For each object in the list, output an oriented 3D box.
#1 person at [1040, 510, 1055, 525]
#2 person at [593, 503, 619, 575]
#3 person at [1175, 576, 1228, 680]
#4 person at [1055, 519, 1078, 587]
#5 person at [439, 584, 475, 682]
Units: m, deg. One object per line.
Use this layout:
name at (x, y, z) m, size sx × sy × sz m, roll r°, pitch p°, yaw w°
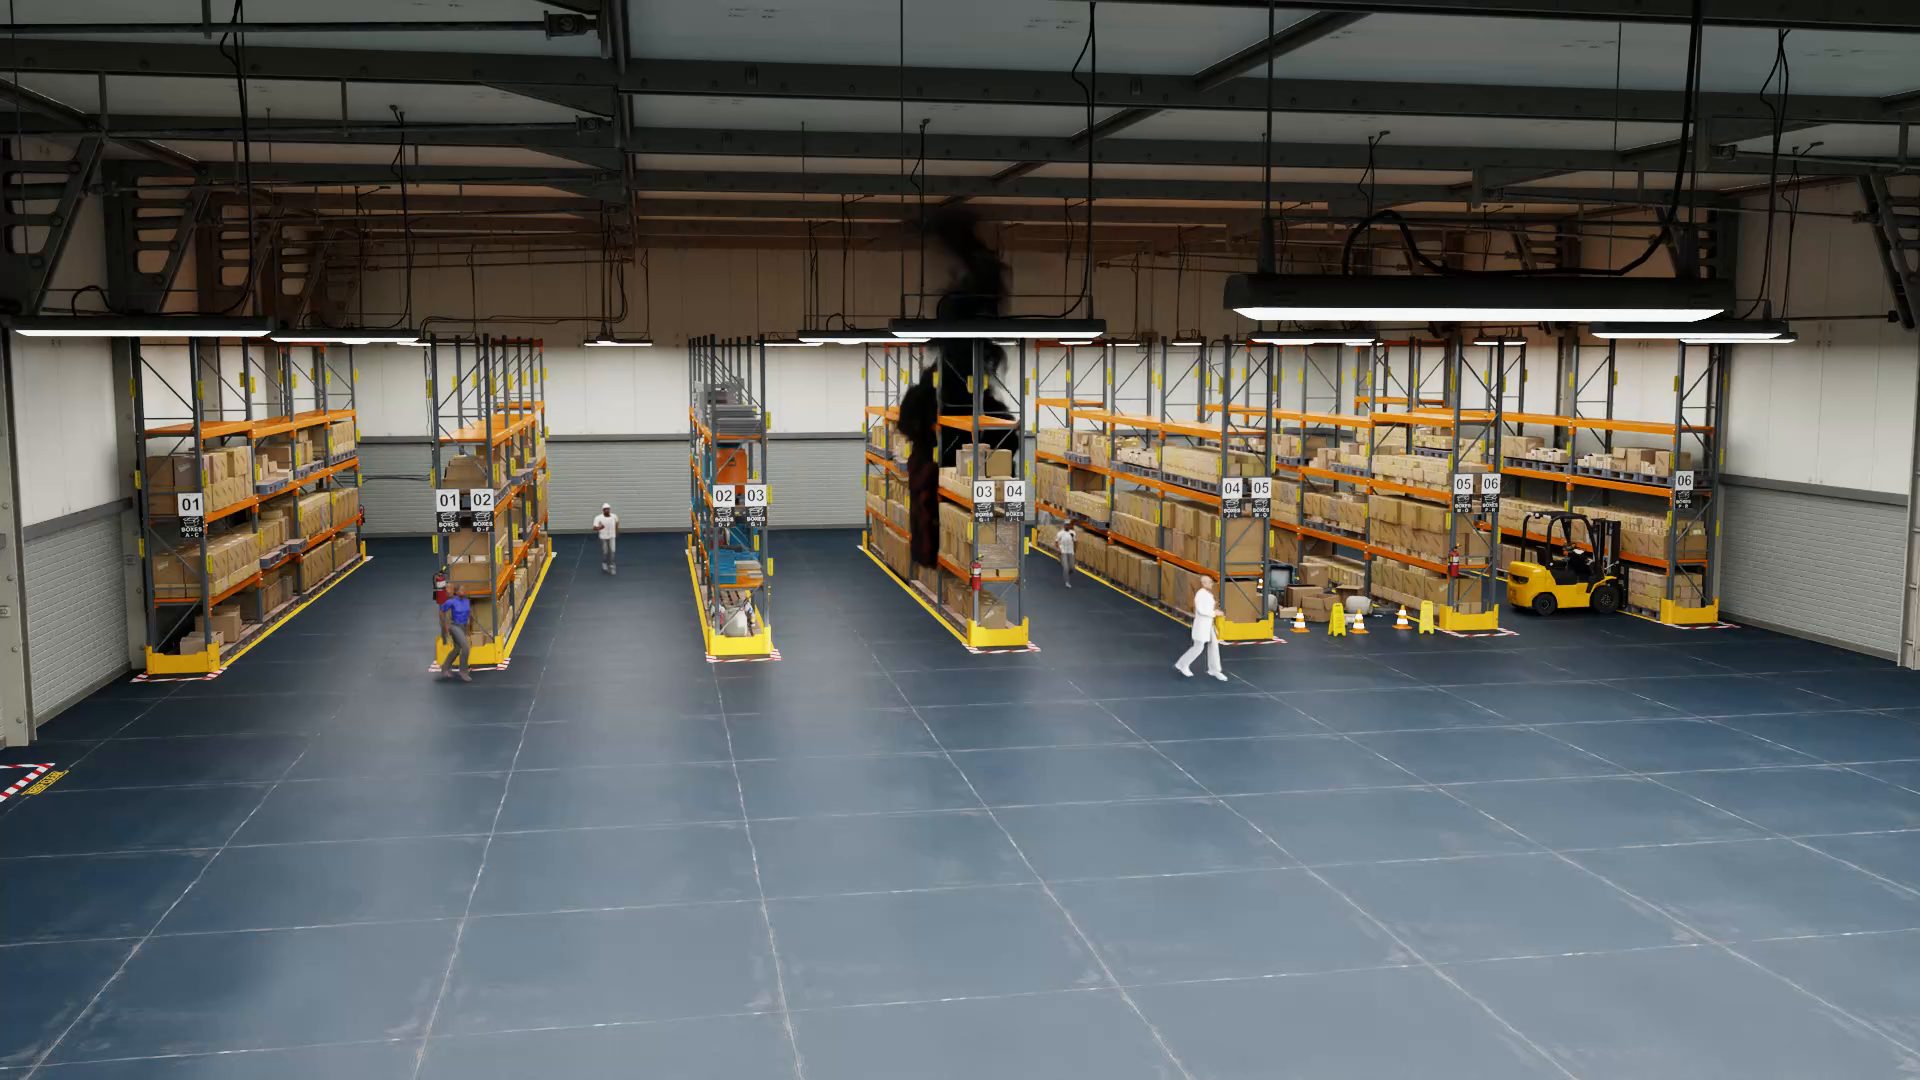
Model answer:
person at (2.650, -0.794, 49.811) m, size 0.550 × 1.642 × 0.617 m, roll -2°, pitch 7°, yaw -19°
person at (-9.019, -0.036, 42.495) m, size 0.688 × 1.806 × 0.862 m, roll -3°, pitch 7°, yaw -21°
person at (4.215, 1.527, 28.936) m, size 0.923 × 1.829 × 0.737 m, roll 3°, pitch 7°, yaw 24°
person at (2.568, 0.303, 40.165) m, size 0.562 × 1.655 × 0.581 m, roll -1°, pitch 7°, yaw -8°
person at (-8.714, 1.591, 28.929) m, size 0.714 × 1.668 × 0.567 m, roll 3°, pitch 7°, yaw 24°
